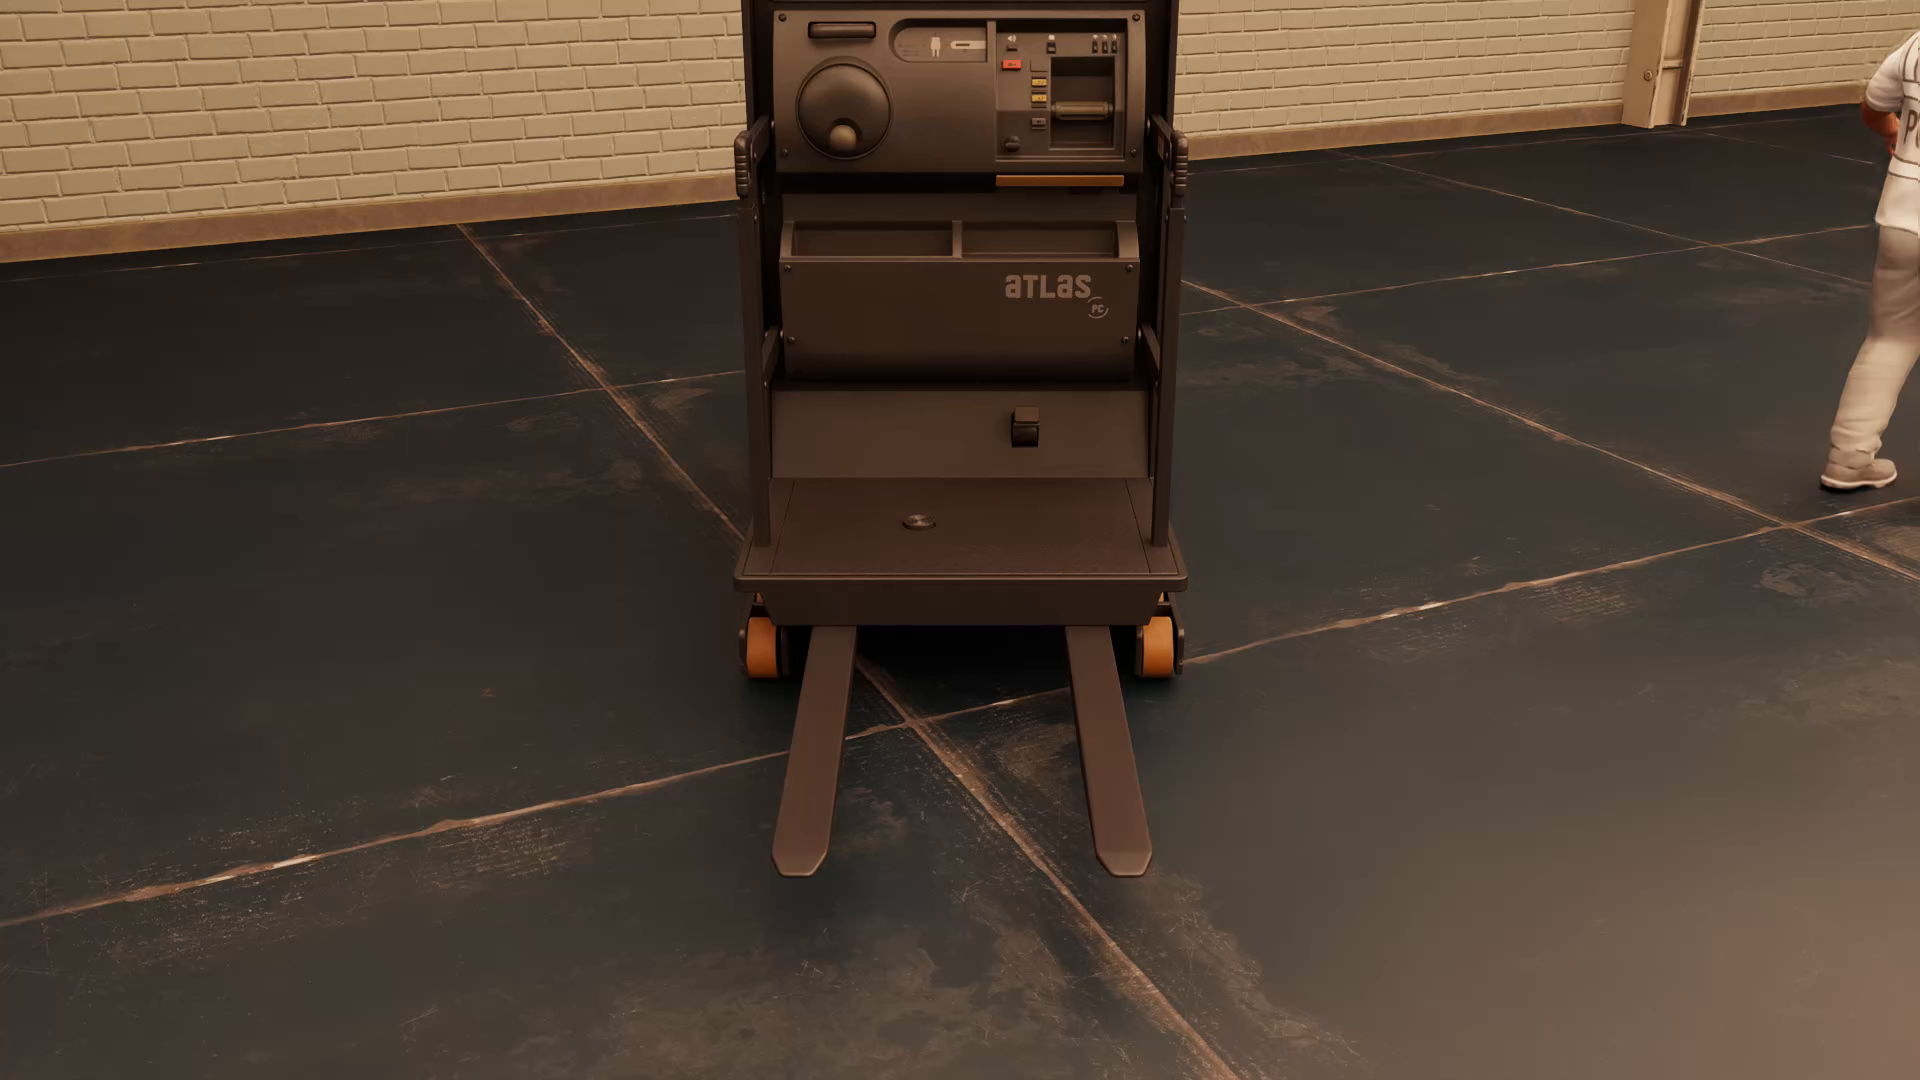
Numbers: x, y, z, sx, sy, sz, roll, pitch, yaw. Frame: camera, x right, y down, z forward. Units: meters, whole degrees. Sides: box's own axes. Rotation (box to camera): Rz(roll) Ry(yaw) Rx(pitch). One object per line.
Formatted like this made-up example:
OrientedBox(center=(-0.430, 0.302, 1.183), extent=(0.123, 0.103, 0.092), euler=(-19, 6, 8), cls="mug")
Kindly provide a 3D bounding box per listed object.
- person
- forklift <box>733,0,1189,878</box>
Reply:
OrientedBox(center=(3.222, -0.959, 5.234), extent=(0.692, 1.756, 1.011), euler=(-12, 26, -27), cls="person")
OrientedBox(center=(0.001, -1.114, 3.968), extent=(1.130, 2.935, 3.031), euler=(0, 23, 0), cls="forklift")
